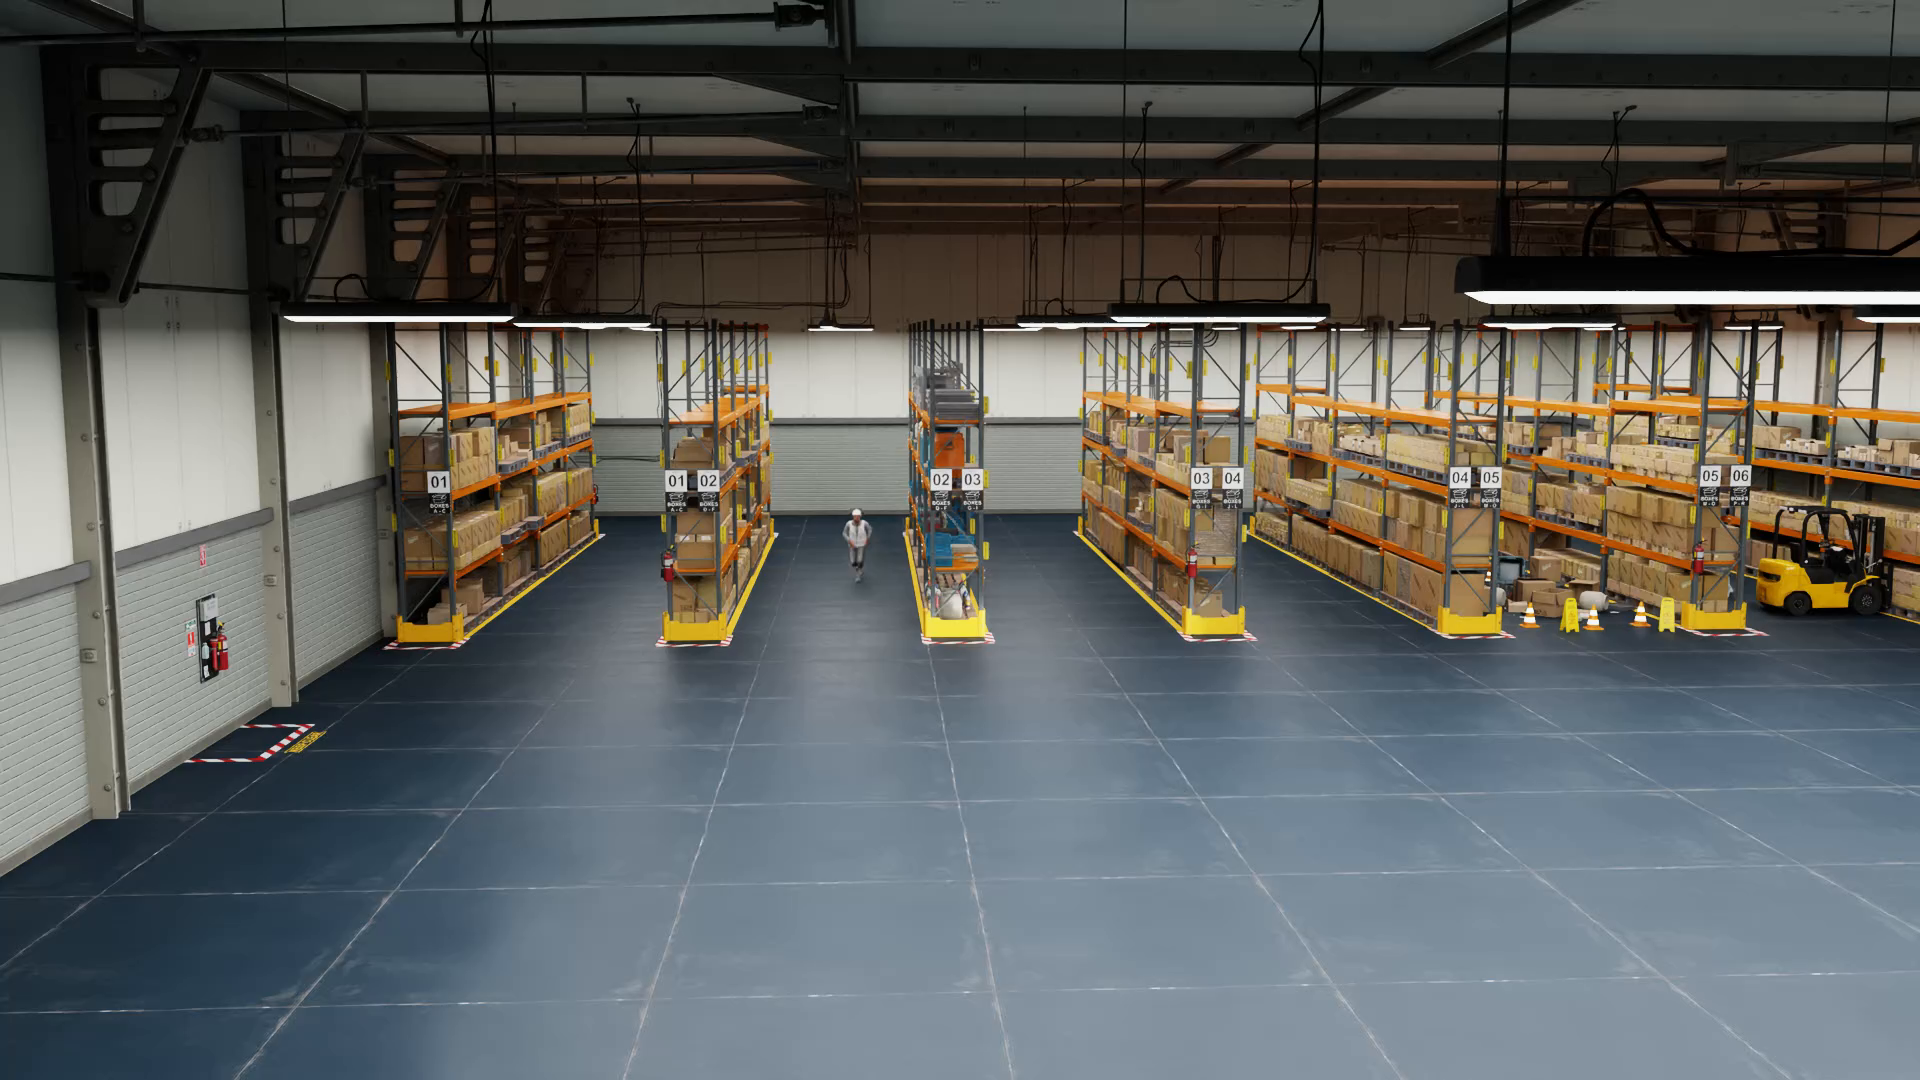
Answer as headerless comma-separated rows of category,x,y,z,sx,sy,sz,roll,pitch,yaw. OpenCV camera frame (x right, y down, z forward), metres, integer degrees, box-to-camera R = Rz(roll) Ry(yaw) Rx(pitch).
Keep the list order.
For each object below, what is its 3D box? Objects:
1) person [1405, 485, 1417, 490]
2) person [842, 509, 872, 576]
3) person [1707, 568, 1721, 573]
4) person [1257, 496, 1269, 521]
person,12.391,-0.716,45.624,0.578,1.698,0.532,5,9,38
person,-2.369,0.059,38.465,0.650,1.589,0.720,1,7,6
person,16.711,0.424,36.635,0.507,1.571,0.755,-2,7,-13
person,8.954,-1.157,48.991,0.824,1.638,0.464,0,7,-4
